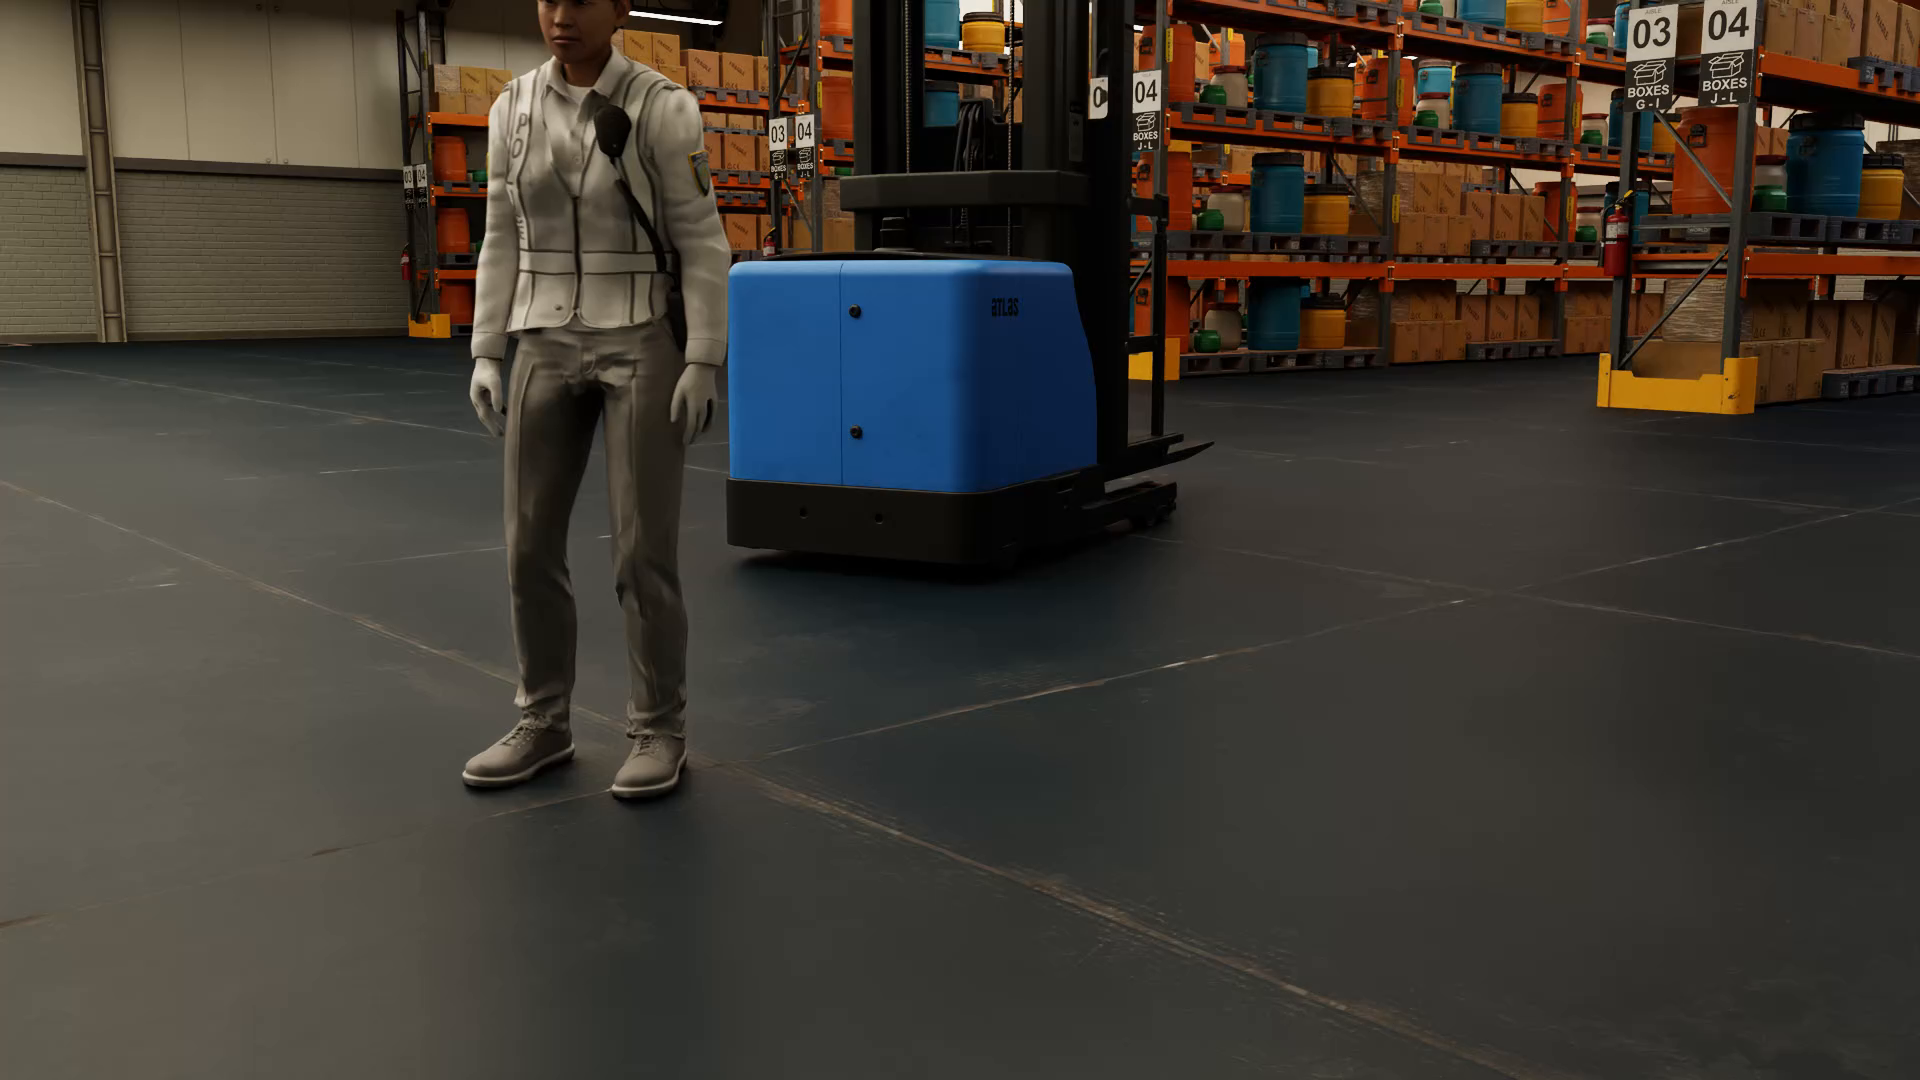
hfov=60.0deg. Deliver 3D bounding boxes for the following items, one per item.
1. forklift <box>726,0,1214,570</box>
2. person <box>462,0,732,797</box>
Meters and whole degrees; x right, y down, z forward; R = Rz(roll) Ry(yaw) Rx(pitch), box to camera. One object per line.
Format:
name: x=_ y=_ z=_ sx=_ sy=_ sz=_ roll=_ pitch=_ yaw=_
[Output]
forklift: x=0.275 y=-1.531 z=6.852 sx=1.130 sy=2.935 sz=3.031 roll=4 pitch=10 yaw=26
person: x=-0.721 y=-0.338 z=3.299 sx=0.534 sy=1.662 sz=0.374 roll=2 pitch=9 yaw=12
